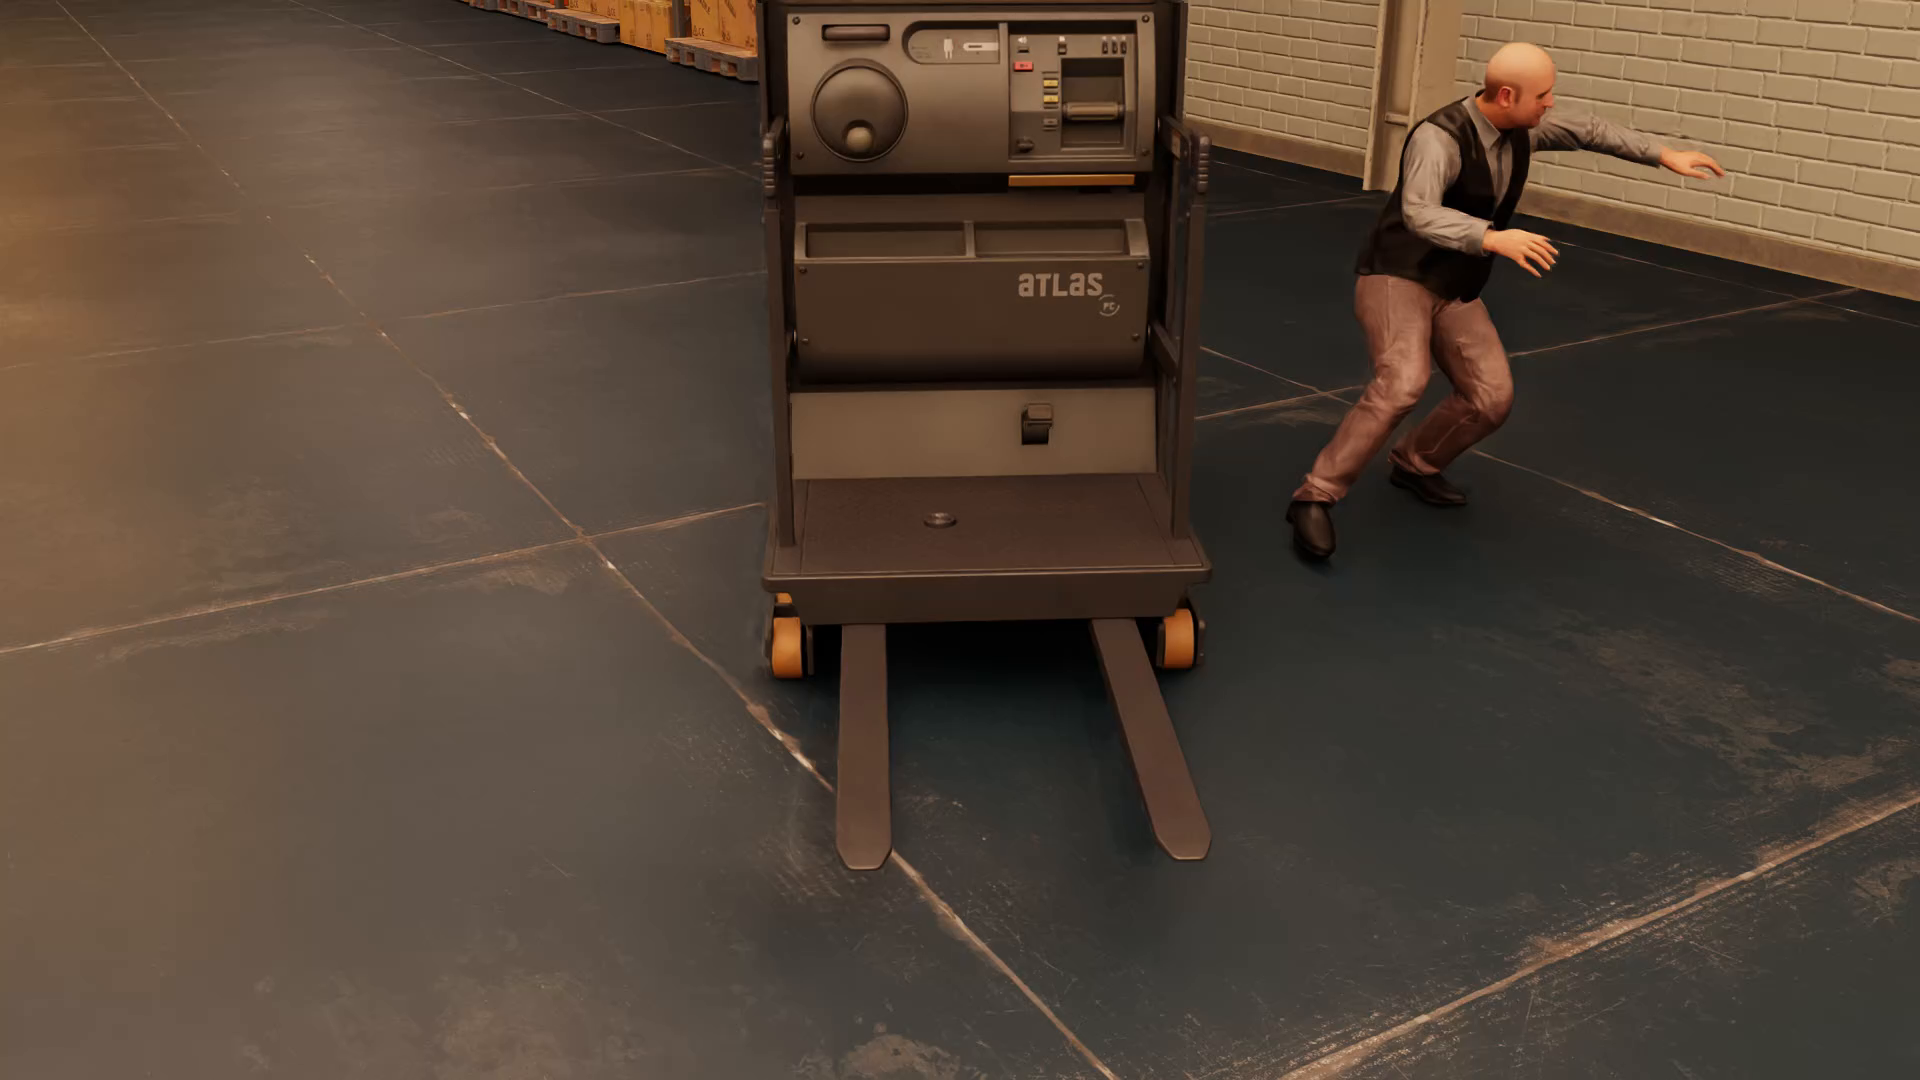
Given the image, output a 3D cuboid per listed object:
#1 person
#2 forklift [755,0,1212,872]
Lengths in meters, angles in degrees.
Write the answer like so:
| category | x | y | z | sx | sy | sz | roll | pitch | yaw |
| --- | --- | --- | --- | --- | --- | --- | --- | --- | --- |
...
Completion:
| category | x | y | z | sx | sy | sz | roll | pitch | yaw |
| --- | --- | --- | --- | --- | --- | --- | --- | --- | --- |
| person | 1.584 | -0.775 | 5.116 | 1.457 | 1.457 | 0.784 | -15 | 27 | -32 |
| forklift | 0.044 | -1.123 | 4.011 | 1.130 | 2.935 | 3.031 | -1 | 22 | -3 |
